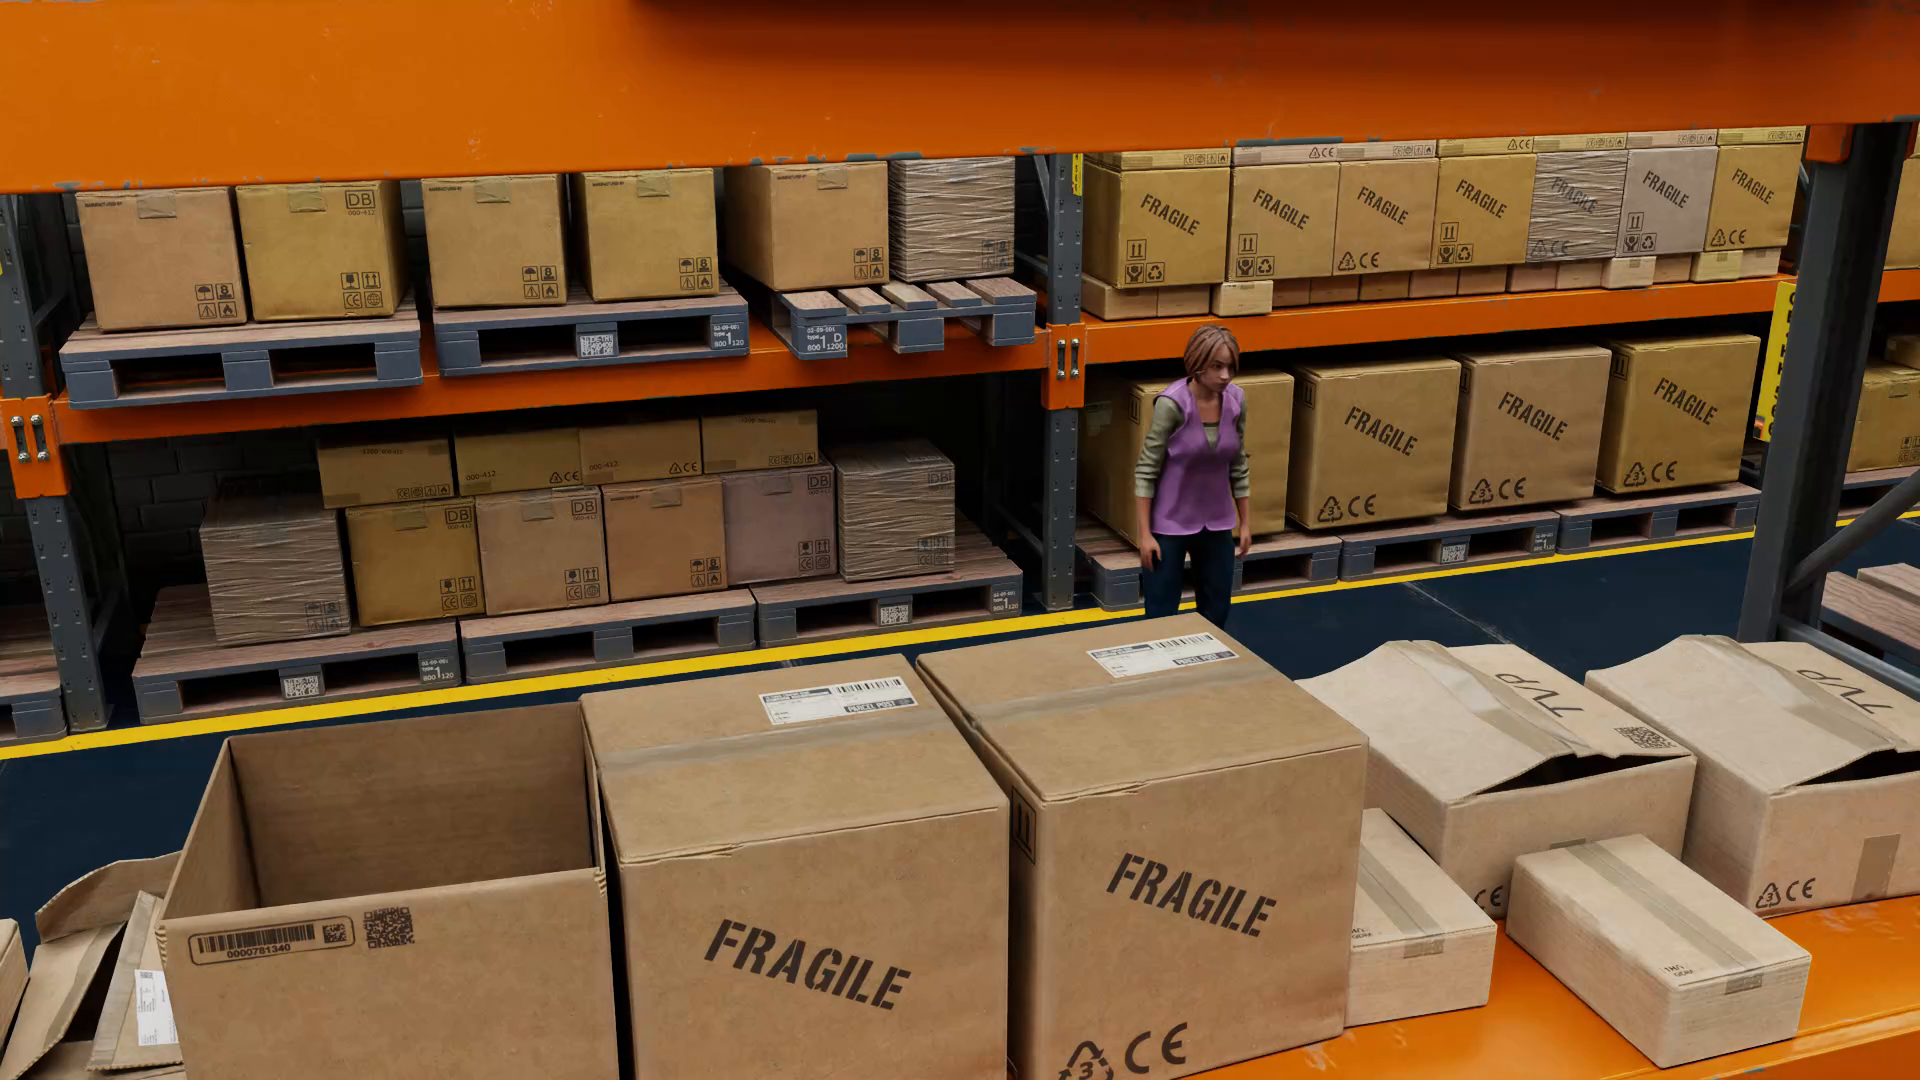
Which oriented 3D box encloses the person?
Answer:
[{"bbox_3d":[0.856,-0.017,6.150,0.477,1.582,0.347,-7,21,-19],"label":"person"}]
